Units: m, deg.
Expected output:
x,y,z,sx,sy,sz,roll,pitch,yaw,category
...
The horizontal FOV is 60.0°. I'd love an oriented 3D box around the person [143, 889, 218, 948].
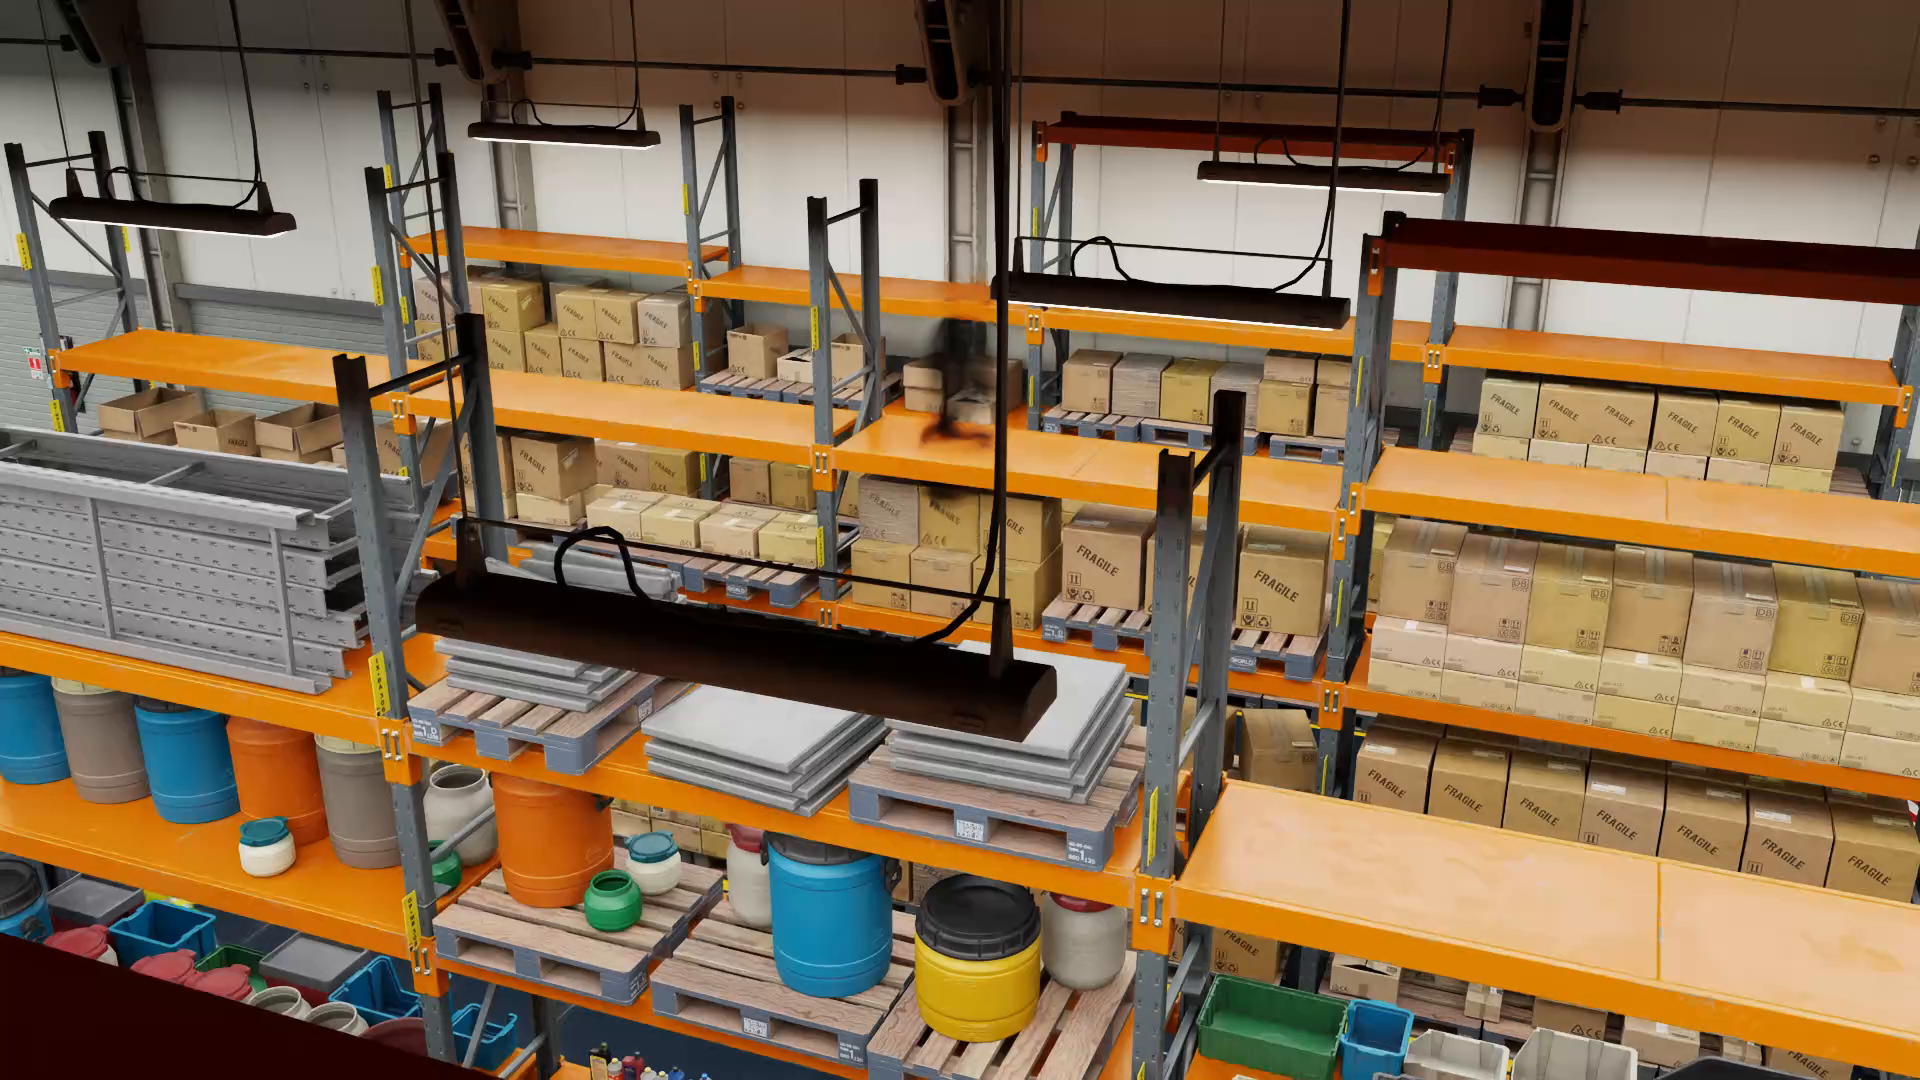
x,y,z,sx,sy,sz,roll,pitch,yaw,category
-5.978,2.829,12.580,0.915,1.762,0.743,-12,24,-29,person
